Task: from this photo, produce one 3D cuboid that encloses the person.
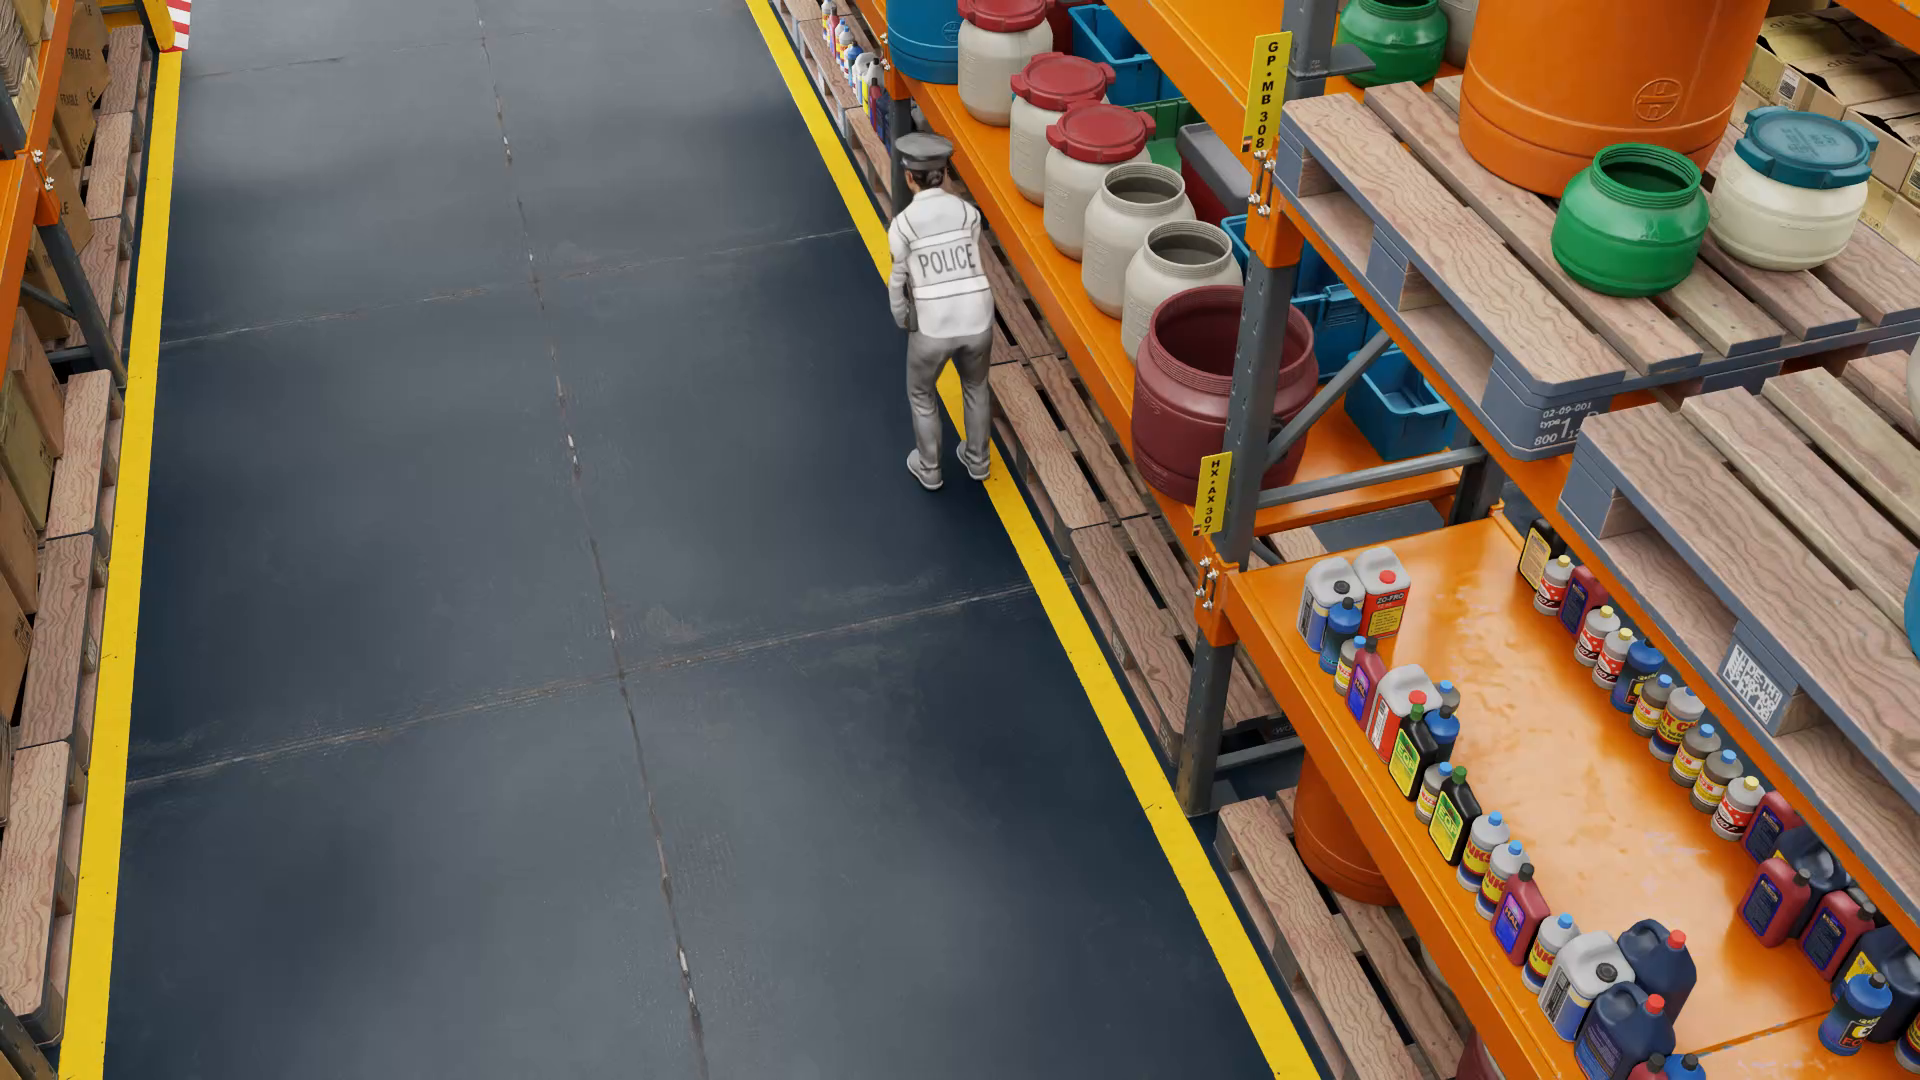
[{"bbox_3d":[-0.092,-0.968,7.292,0.407,1.572,0.623,-13,44,-14],"label":"person"}]
